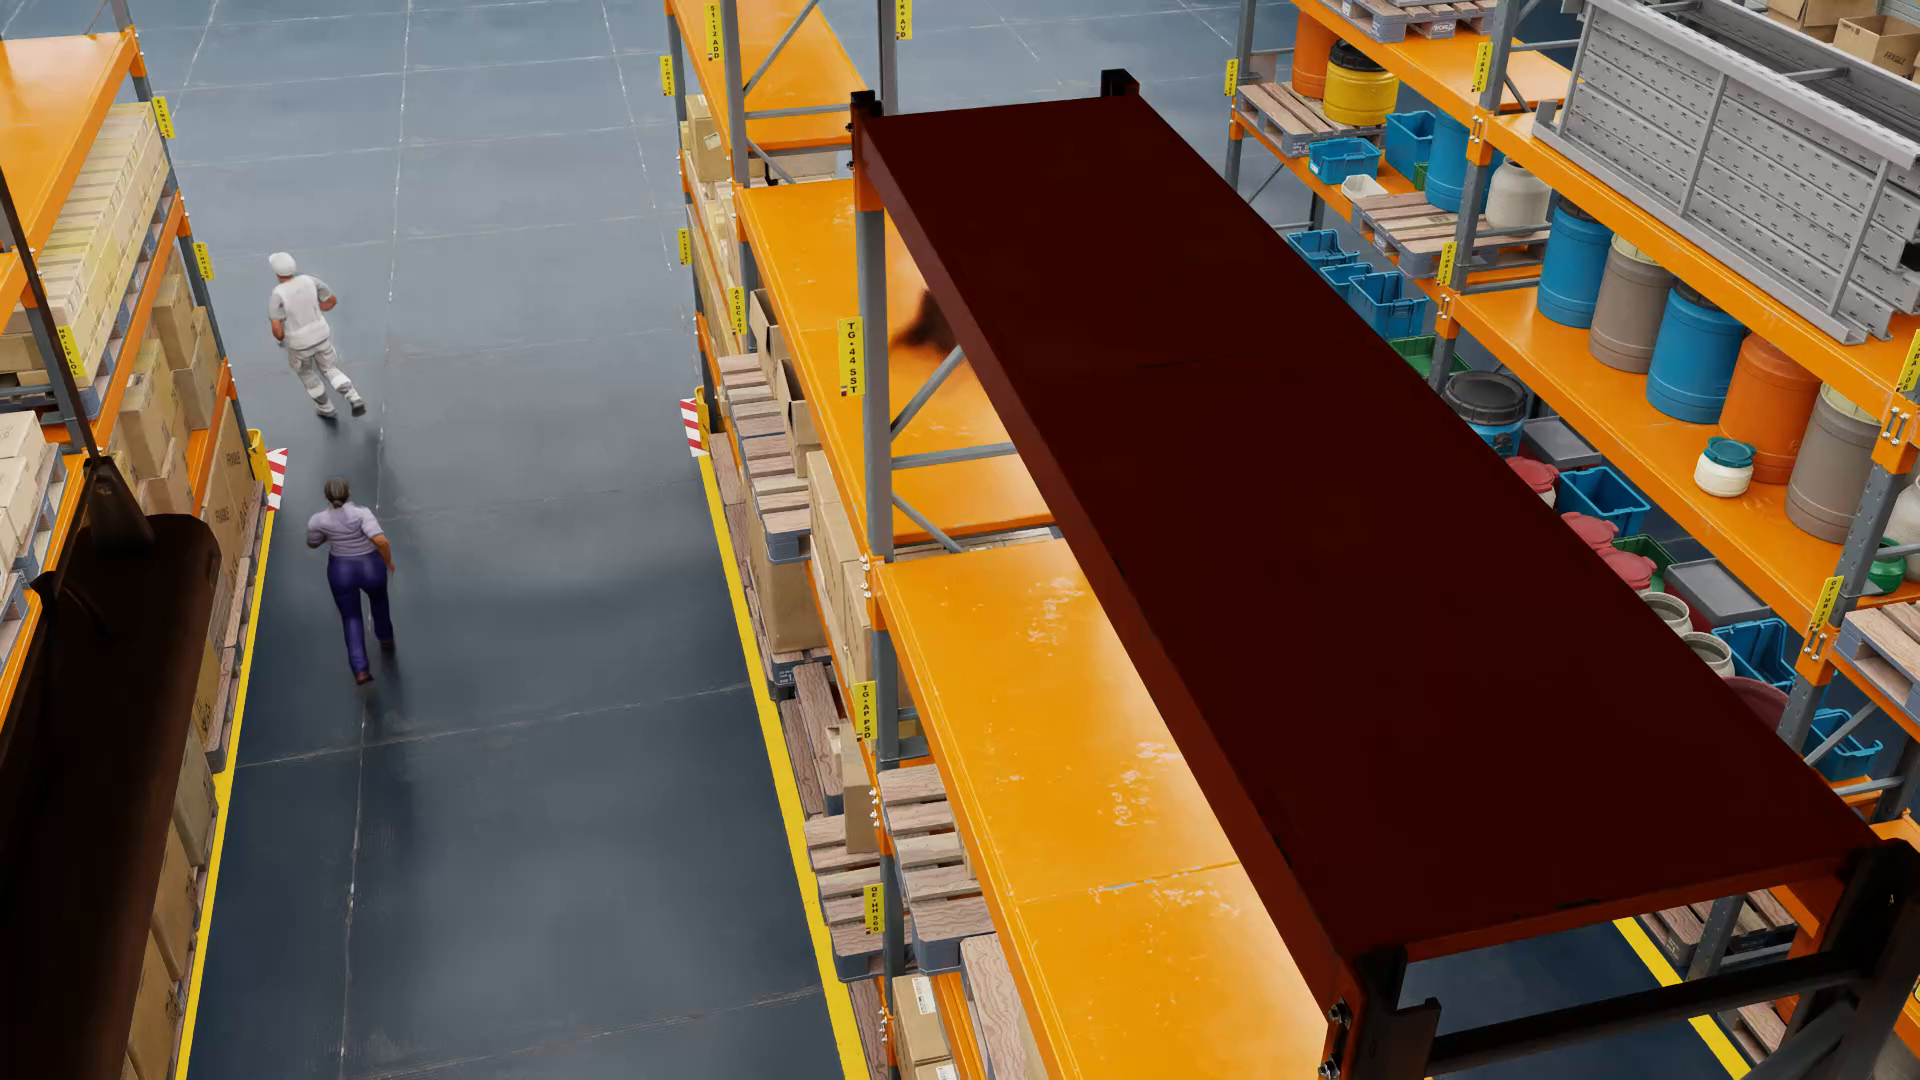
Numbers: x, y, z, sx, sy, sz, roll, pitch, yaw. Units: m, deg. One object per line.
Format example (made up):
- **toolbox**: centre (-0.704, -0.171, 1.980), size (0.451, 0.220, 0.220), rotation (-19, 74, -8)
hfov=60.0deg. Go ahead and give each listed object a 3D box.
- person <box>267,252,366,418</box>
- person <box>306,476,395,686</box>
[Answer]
- **person**: centre (-5.935, -1.795, 15.174), size (0.812, 1.770, 0.682), rotation (28, 43, 35)
- **person**: centre (-4.430, 0.265, 12.211), size (0.599, 1.651, 0.919), rotation (-9, 35, -12)
